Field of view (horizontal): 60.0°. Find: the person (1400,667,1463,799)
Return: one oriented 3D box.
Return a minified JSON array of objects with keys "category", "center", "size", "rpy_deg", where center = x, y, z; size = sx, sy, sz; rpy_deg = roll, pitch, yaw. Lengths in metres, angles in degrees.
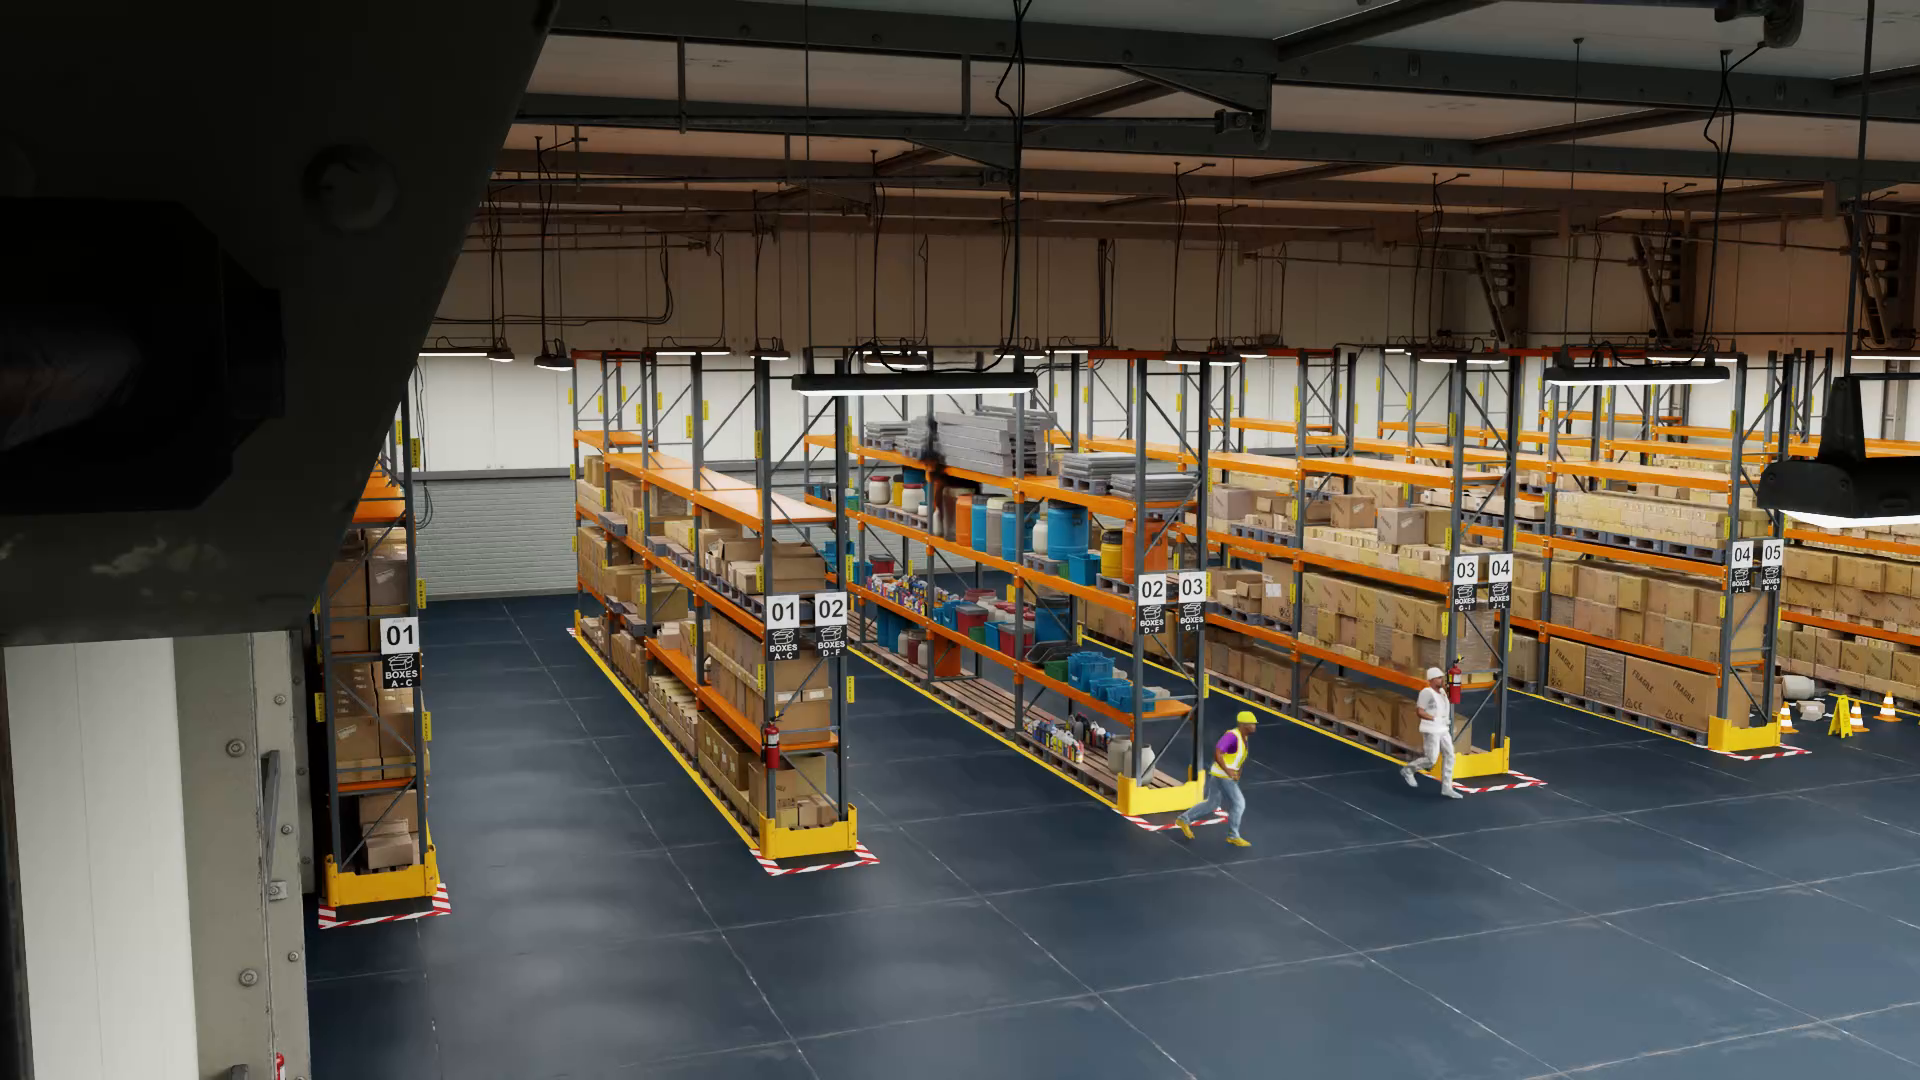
[{"category":"person","center":[6.501,2.623,22.801],"size":[0.895,1.768,0.700],"rpy_deg":[7,10,44]}]

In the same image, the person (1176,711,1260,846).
[{"category":"person","center":[3.207,2.948,20.713],"size":[1.007,1.696,0.675],"rpy_deg":[2,7,16]}]

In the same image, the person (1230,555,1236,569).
[{"category":"person","center":[6.848,0.257,42.070],"size":[0.805,1.708,0.676],"rpy_deg":[-3,8,-20]}]
